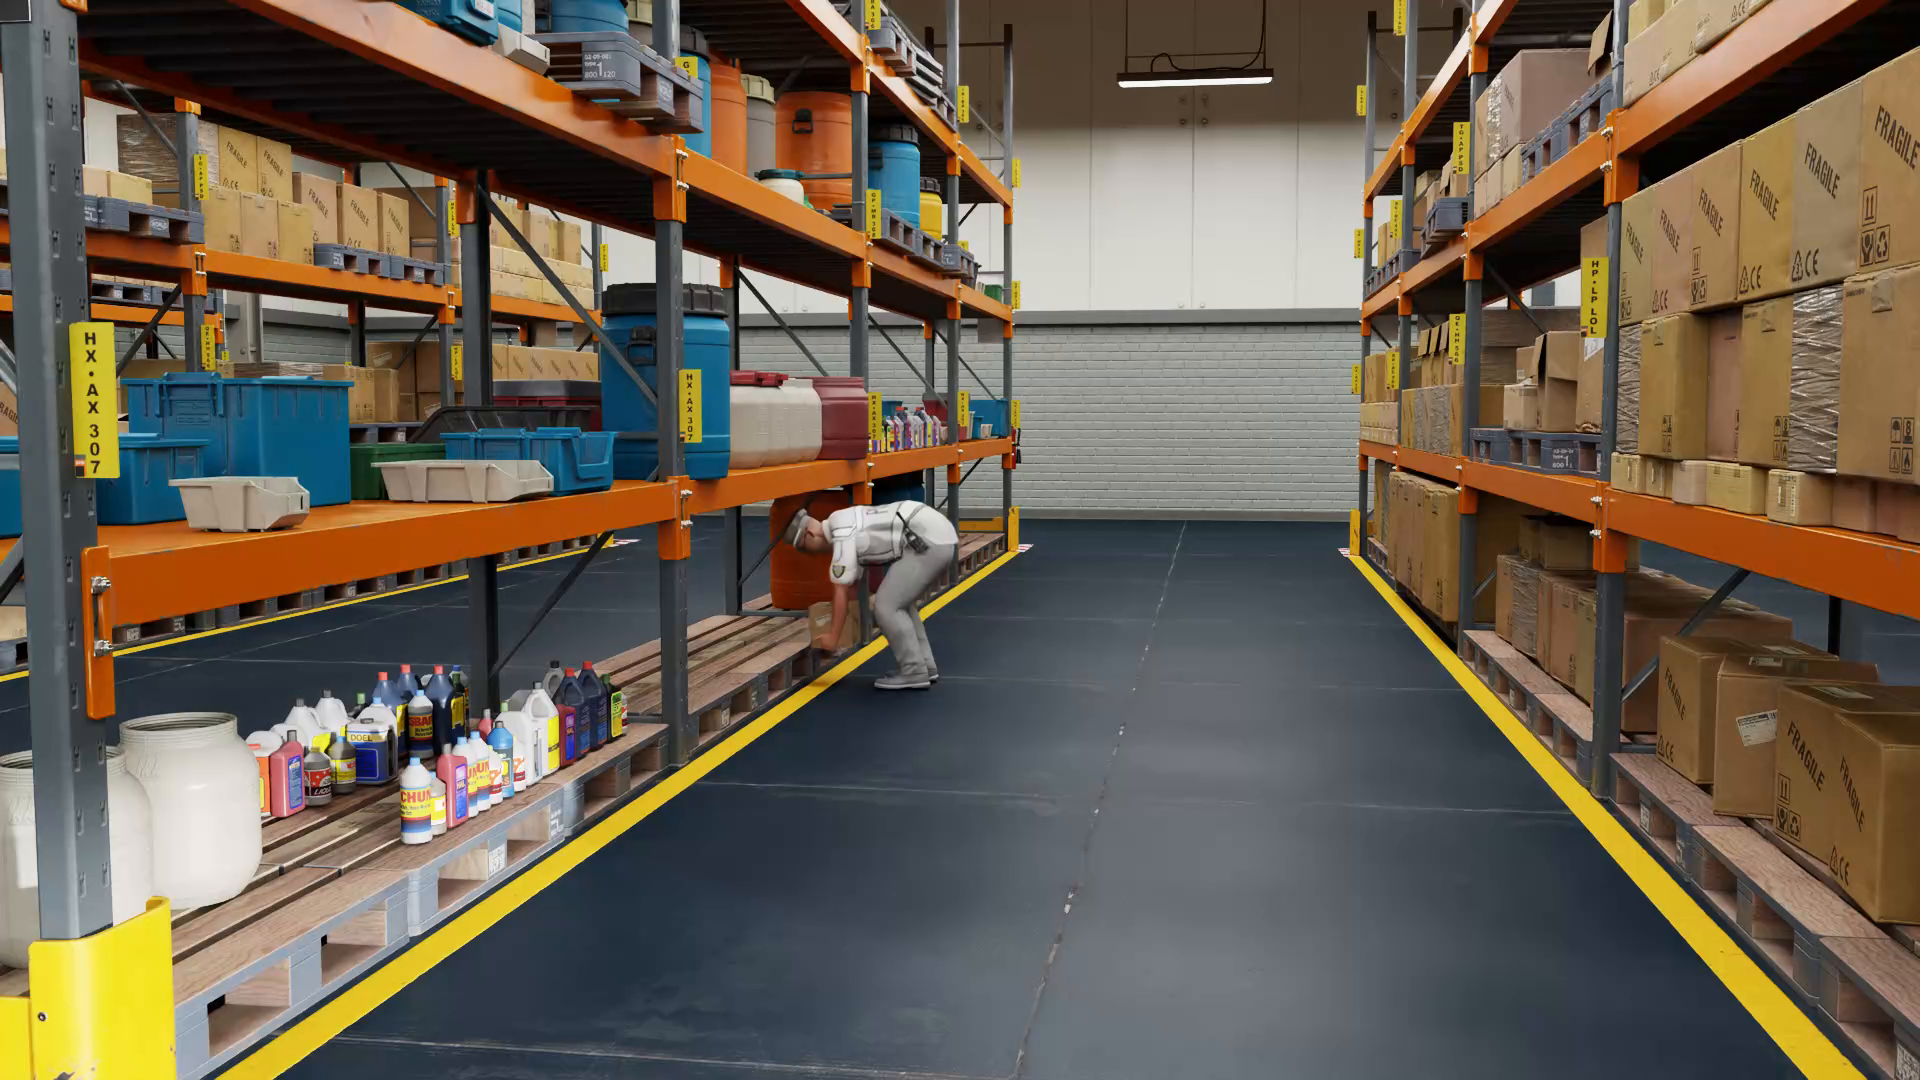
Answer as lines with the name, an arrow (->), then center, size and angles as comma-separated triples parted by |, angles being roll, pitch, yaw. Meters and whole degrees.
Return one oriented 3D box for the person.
person -> -0.534, 0.314, 9.827 | 1.045, 1.091, 0.507 | 0, 4, 6
